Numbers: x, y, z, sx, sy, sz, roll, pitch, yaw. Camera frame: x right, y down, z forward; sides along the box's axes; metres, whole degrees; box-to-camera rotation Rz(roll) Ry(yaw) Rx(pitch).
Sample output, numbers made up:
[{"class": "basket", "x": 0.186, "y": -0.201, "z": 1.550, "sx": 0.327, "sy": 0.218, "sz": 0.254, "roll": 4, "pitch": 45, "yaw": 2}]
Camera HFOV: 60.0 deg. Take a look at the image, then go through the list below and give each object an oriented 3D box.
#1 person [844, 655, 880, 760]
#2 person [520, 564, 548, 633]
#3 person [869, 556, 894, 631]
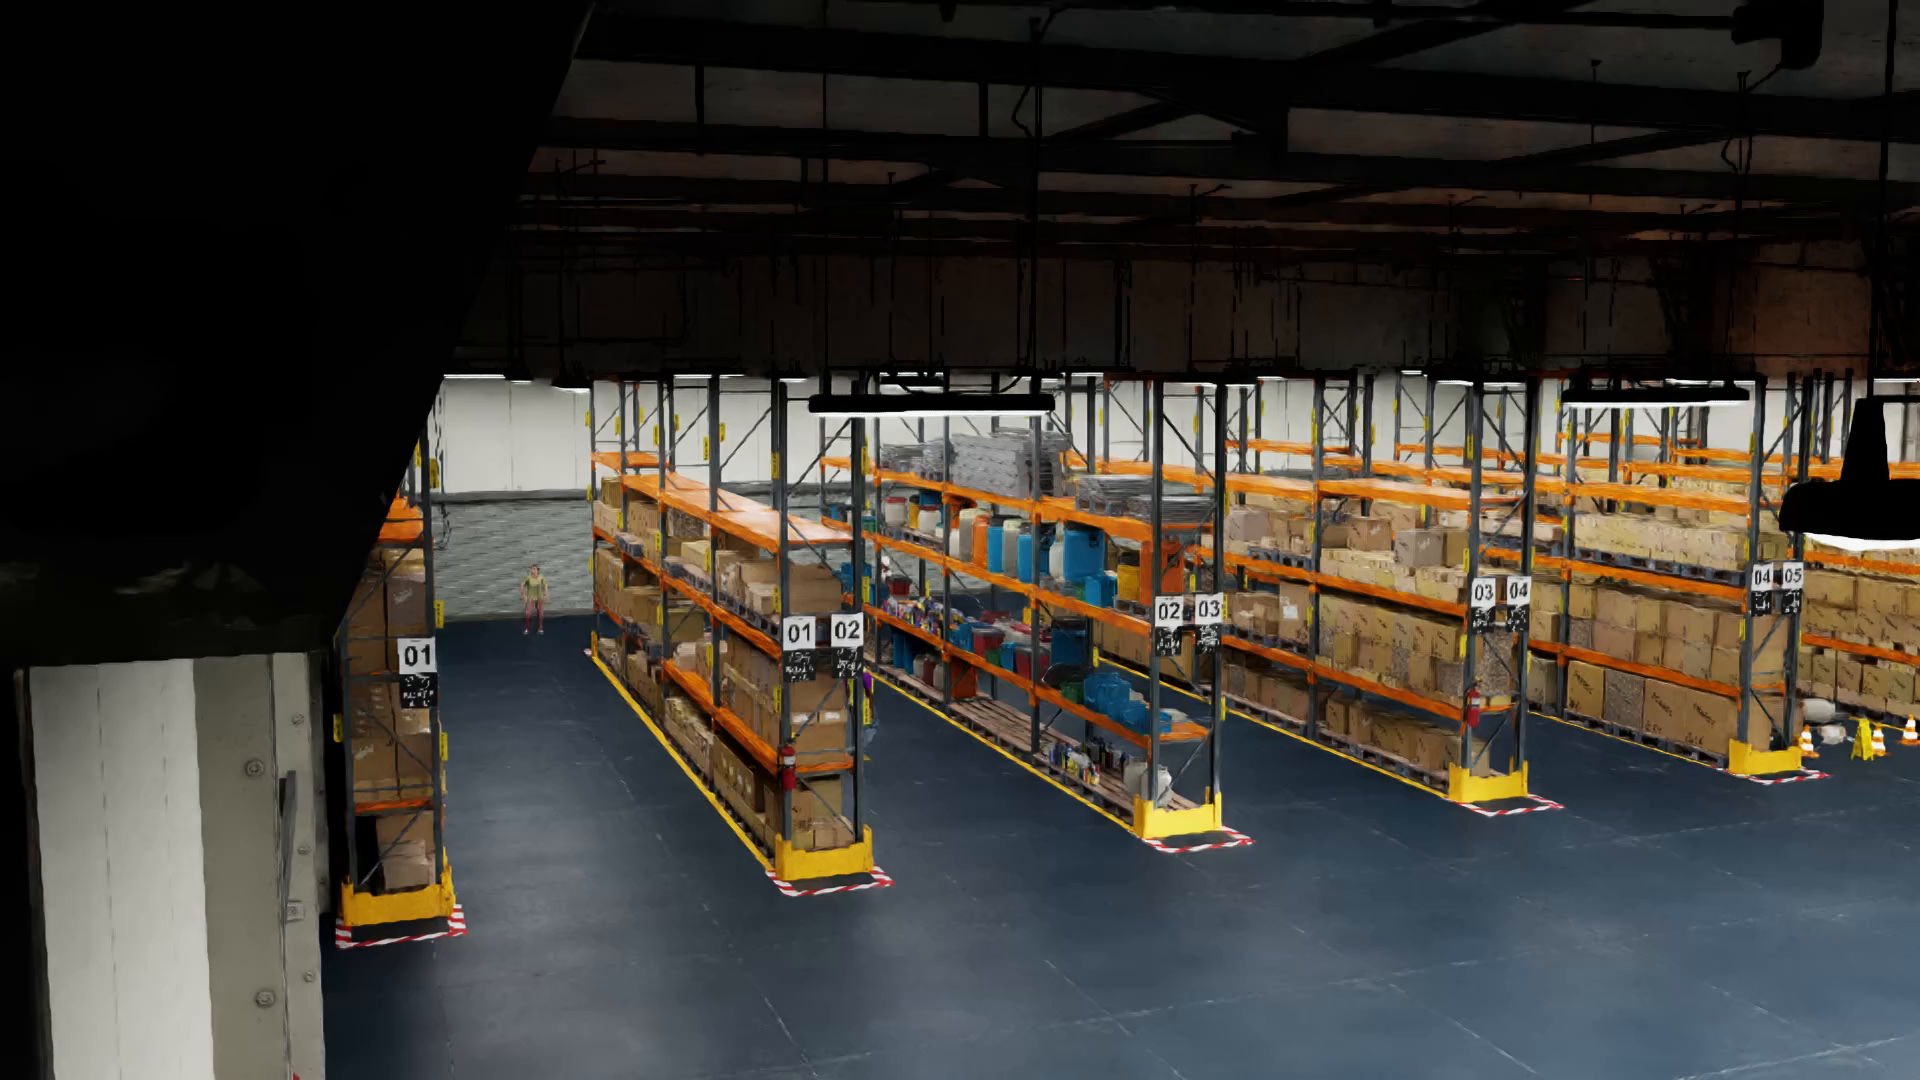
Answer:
[{"class": "person", "x": -1.544, "y": 2.574, "z": 25.824, "sx": 0.609, "sy": 1.763, "sz": 0.457, "roll": 6, "pitch": 9, "yaw": 42}, {"class": "person", "x": -9.650, "y": 1.329, "z": 37.710, "sx": 0.598, "sy": 1.619, "sz": 0.507, "roll": -3, "pitch": 7, "yaw": -22}, {"class": "person", "x": -1.790, "y": 1.224, "z": 38.107, "sx": 0.774, "sy": 1.735, "sz": 0.591, "roll": 6, "pitch": 9, "yaw": 44}]
